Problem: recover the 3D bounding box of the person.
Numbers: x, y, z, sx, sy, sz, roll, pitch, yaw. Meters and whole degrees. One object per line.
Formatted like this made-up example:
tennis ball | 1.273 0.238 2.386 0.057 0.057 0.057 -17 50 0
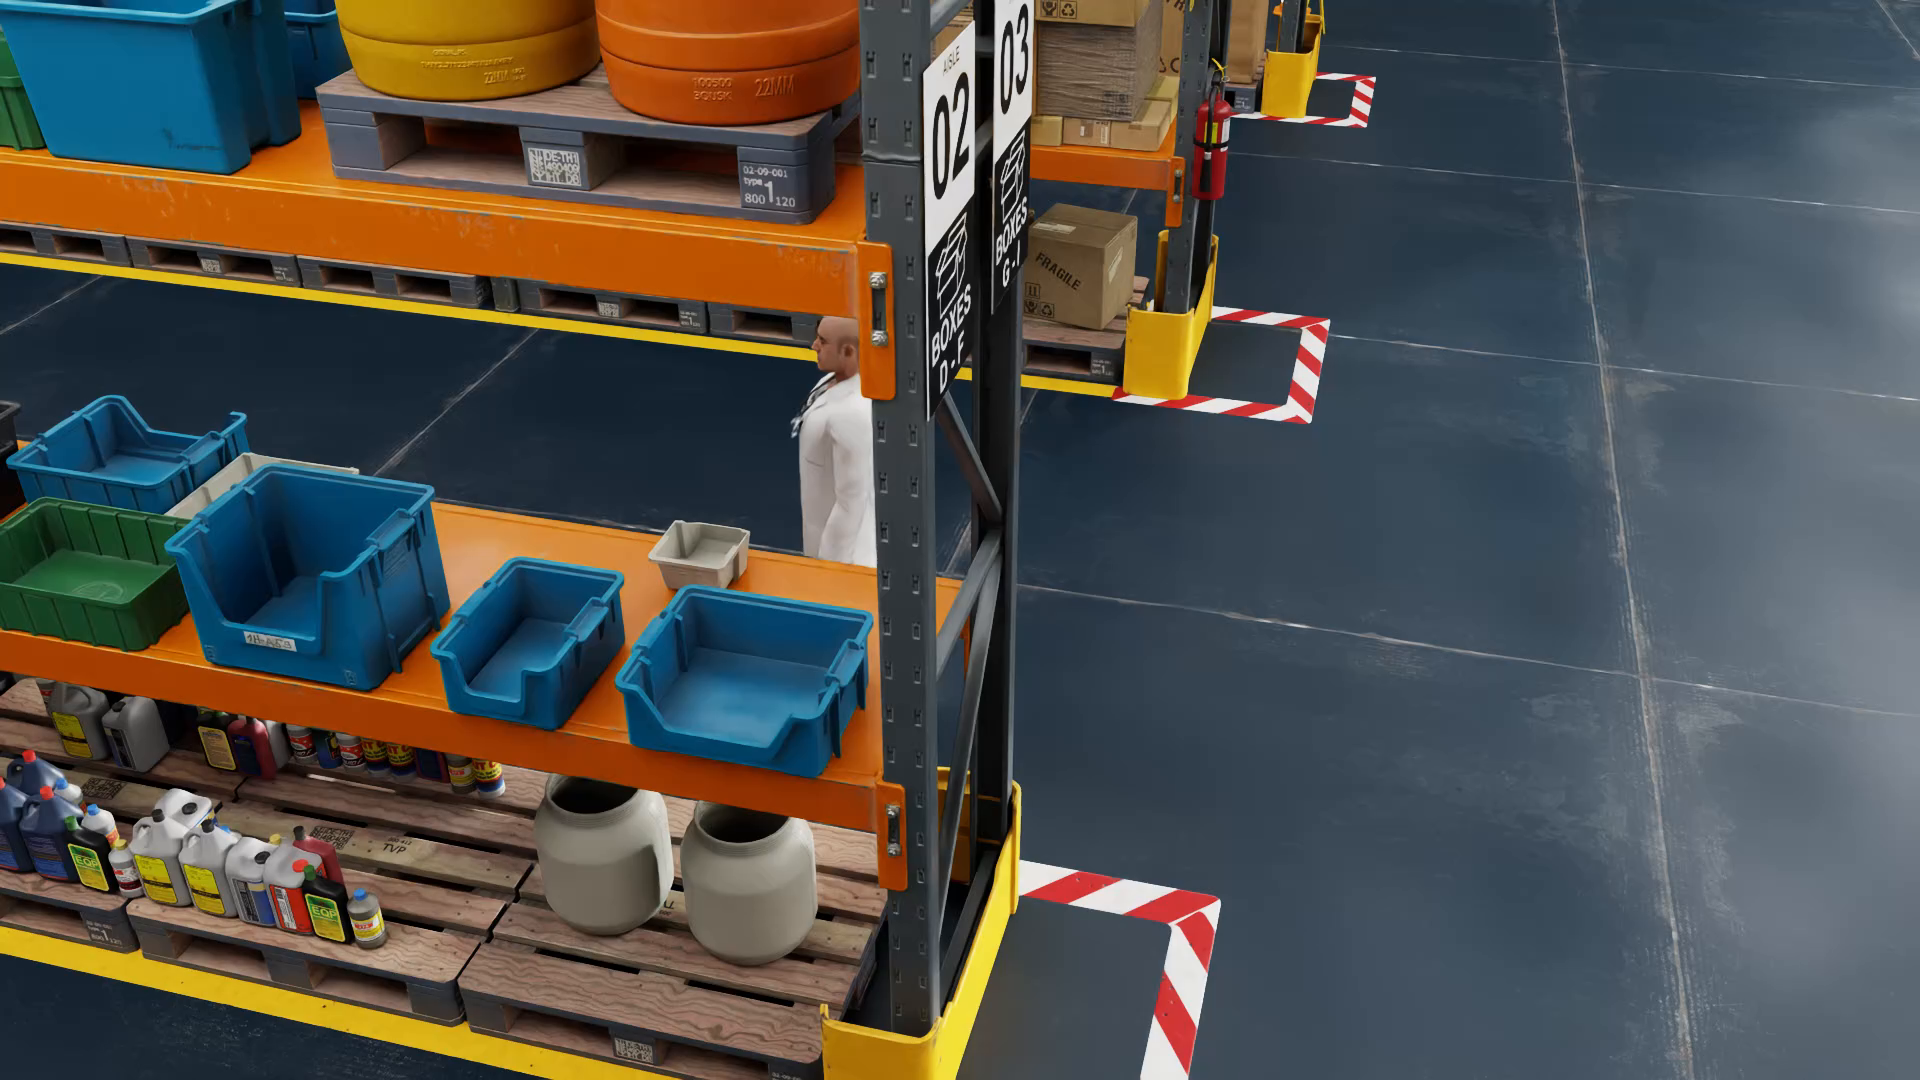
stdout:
person | -0.411 -0.040 6.183 0.464 1.774 0.646 0 32 0
